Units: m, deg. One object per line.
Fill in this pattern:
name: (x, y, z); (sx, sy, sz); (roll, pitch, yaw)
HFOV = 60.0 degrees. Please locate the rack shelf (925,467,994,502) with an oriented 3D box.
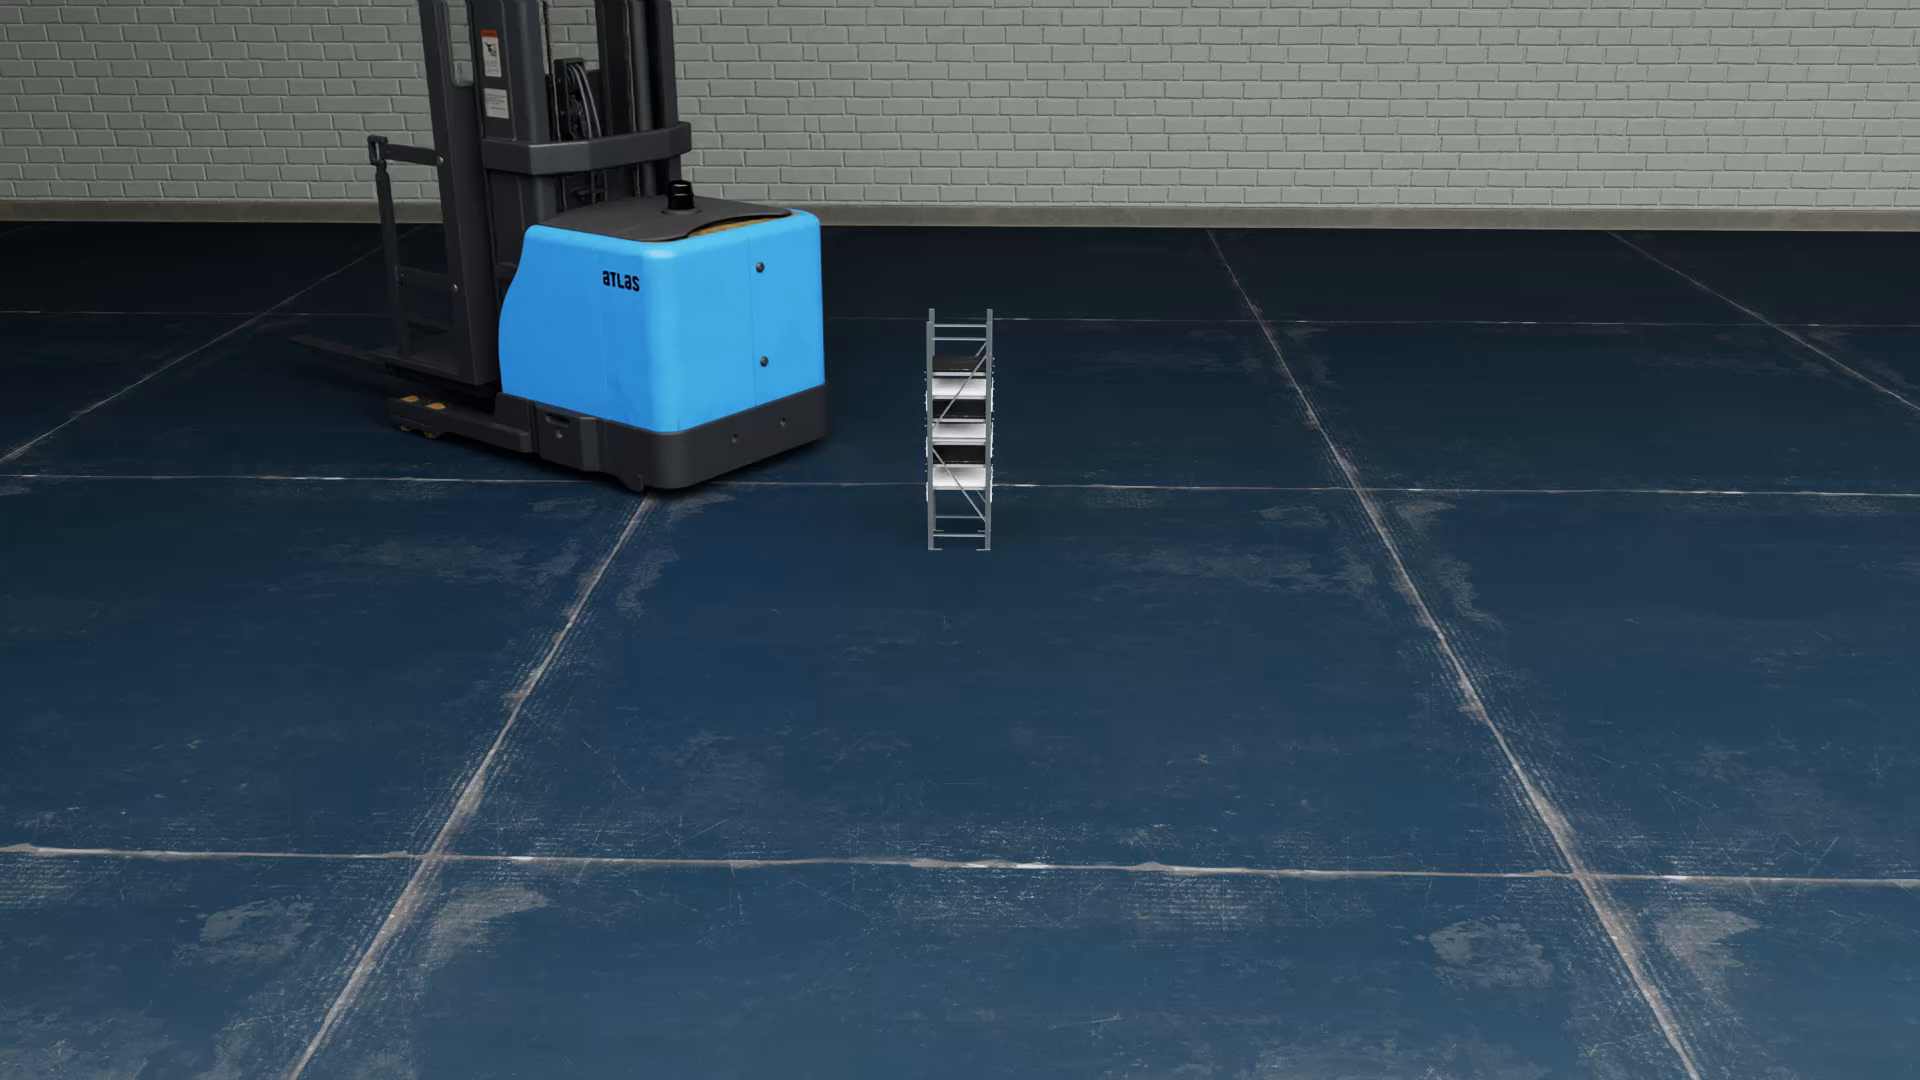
rack shelf: (0.000, -0.218, 6.436); (0.258, 0.077, 0.200); (1, 21, 2)

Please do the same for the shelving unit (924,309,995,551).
shelving unit: (0.000, -0.417, 6.359); (0.258, 0.900, 0.210); (1, 21, 2)

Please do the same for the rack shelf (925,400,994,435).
rack shelf: (0.000, -0.469, 6.338); (0.258, 0.077, 0.200); (1, 21, 2)

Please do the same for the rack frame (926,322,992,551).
rack frame: (-0.003, -0.380, 6.264); (0.240, 0.900, 0.006); (1, 21, 2)

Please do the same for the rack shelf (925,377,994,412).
rack shelf: (0.000, -0.553, 6.306); (0.258, 0.077, 0.200); (1, 21, 2)

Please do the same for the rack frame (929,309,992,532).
rack frame: (0.003, -0.453, 6.453); (0.240, 0.900, 0.006); (1, 21, 2)

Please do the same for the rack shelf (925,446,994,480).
rack shelf: (0.000, -0.302, 6.403); (0.258, 0.077, 0.200); (1, 21, 2)

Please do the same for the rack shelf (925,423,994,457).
rack shelf: (0.000, -0.386, 6.371); (0.258, 0.077, 0.200); (1, 21, 2)

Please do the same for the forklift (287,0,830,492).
forklift: (-2.078, -1.974, 7.566); (3.031, 2.935, 1.130); (15, 26, 34)

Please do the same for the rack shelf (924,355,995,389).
rack shelf: (0.000, -0.637, 6.273); (0.258, 0.077, 0.200); (1, 21, 2)
